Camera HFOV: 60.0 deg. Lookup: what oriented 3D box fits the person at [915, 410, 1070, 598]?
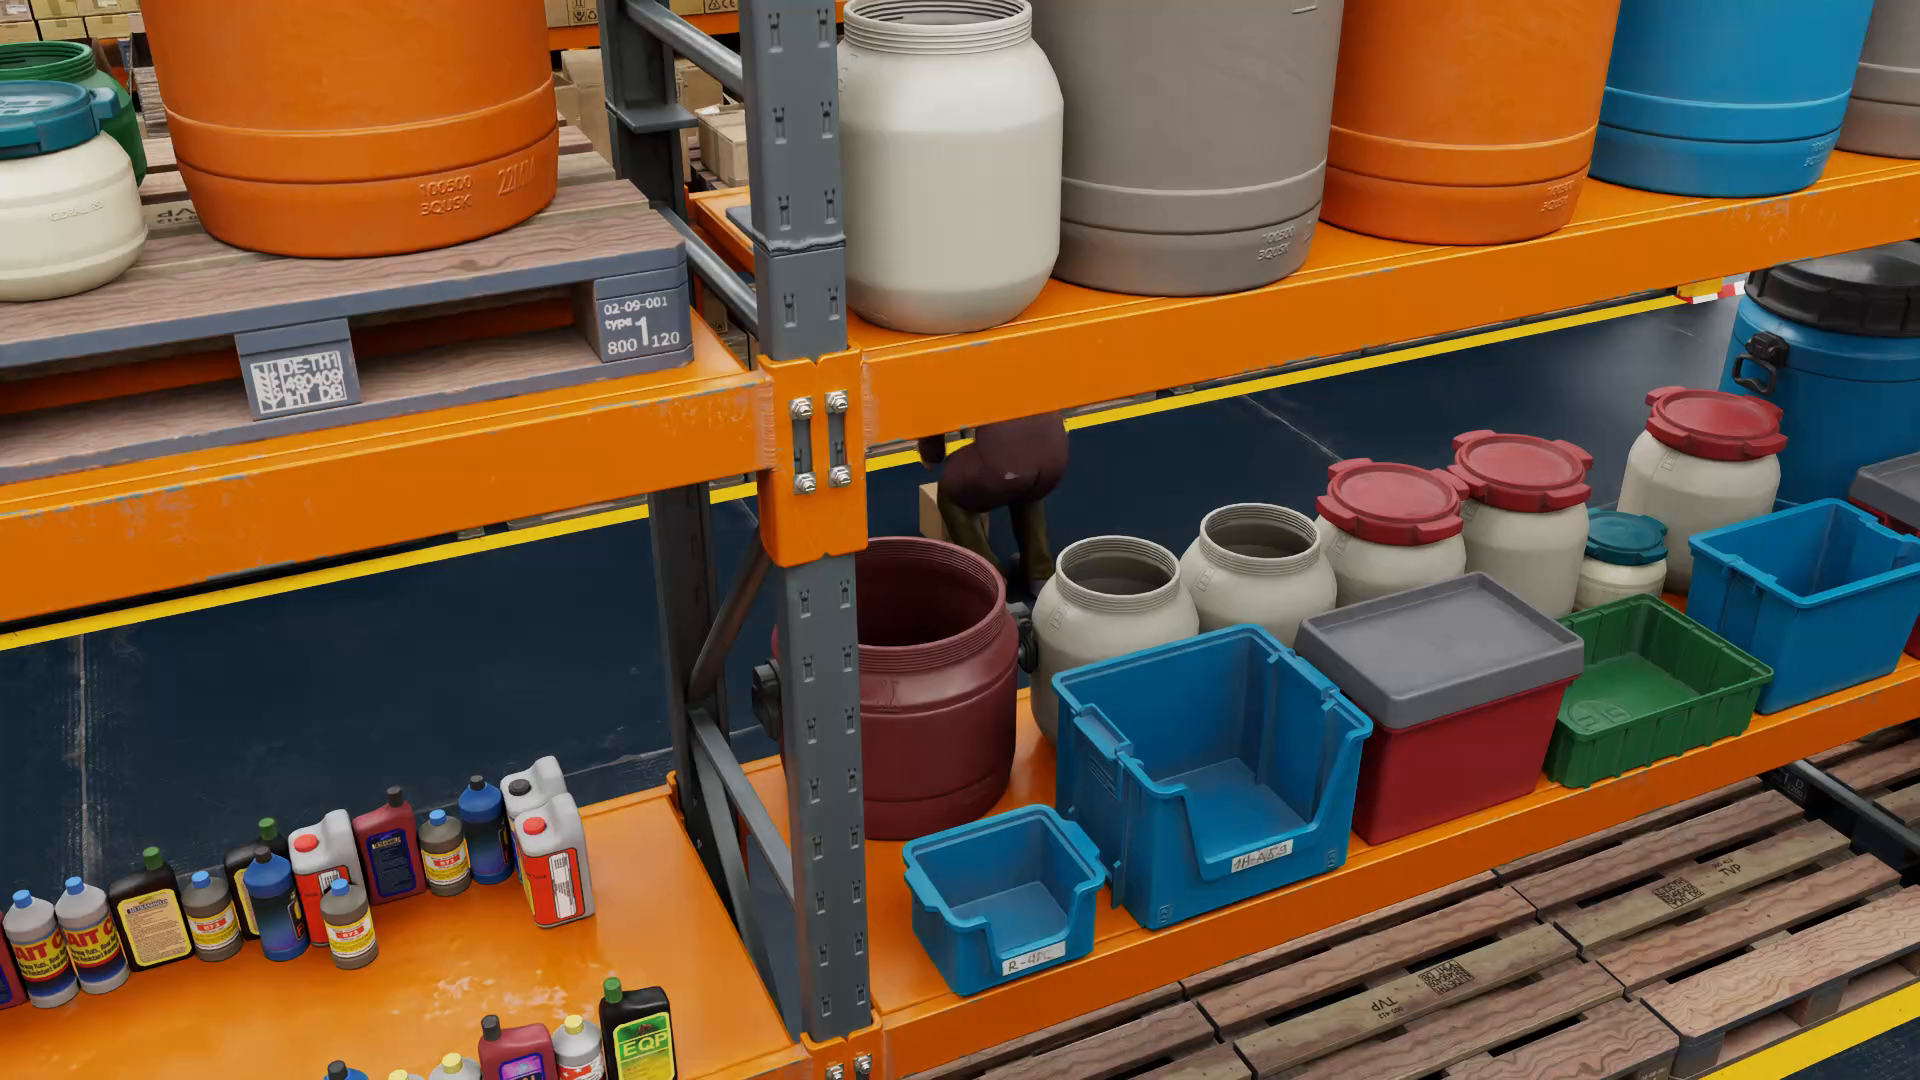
[{"bbox_3d":[0.147,-0.405,7.271,0.633,1.393,0.737,-13,32,-22],"label":"person"}]
